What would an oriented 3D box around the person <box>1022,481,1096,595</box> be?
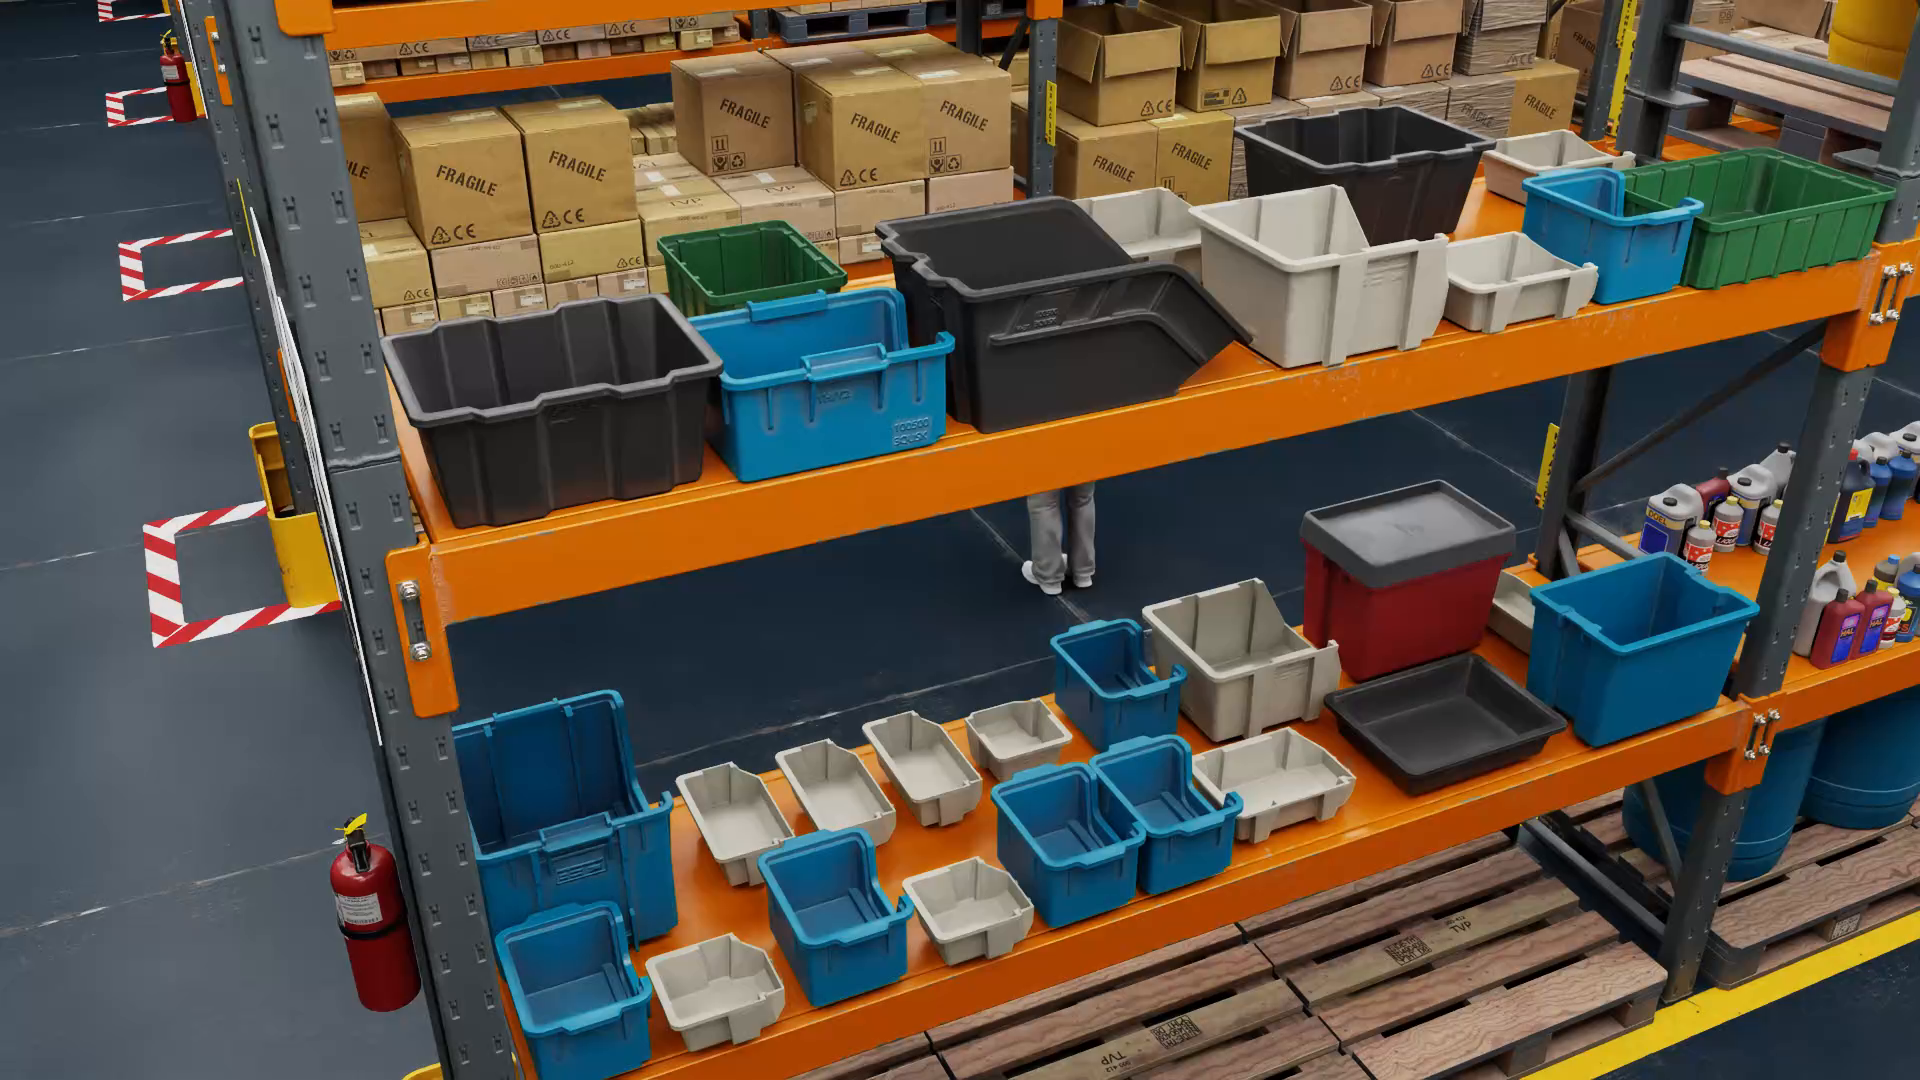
[{"bbox_3d":[0.499,-0.514,8.049,0.436,1.664,0.556,-13,32,-21],"label":"person"}]
